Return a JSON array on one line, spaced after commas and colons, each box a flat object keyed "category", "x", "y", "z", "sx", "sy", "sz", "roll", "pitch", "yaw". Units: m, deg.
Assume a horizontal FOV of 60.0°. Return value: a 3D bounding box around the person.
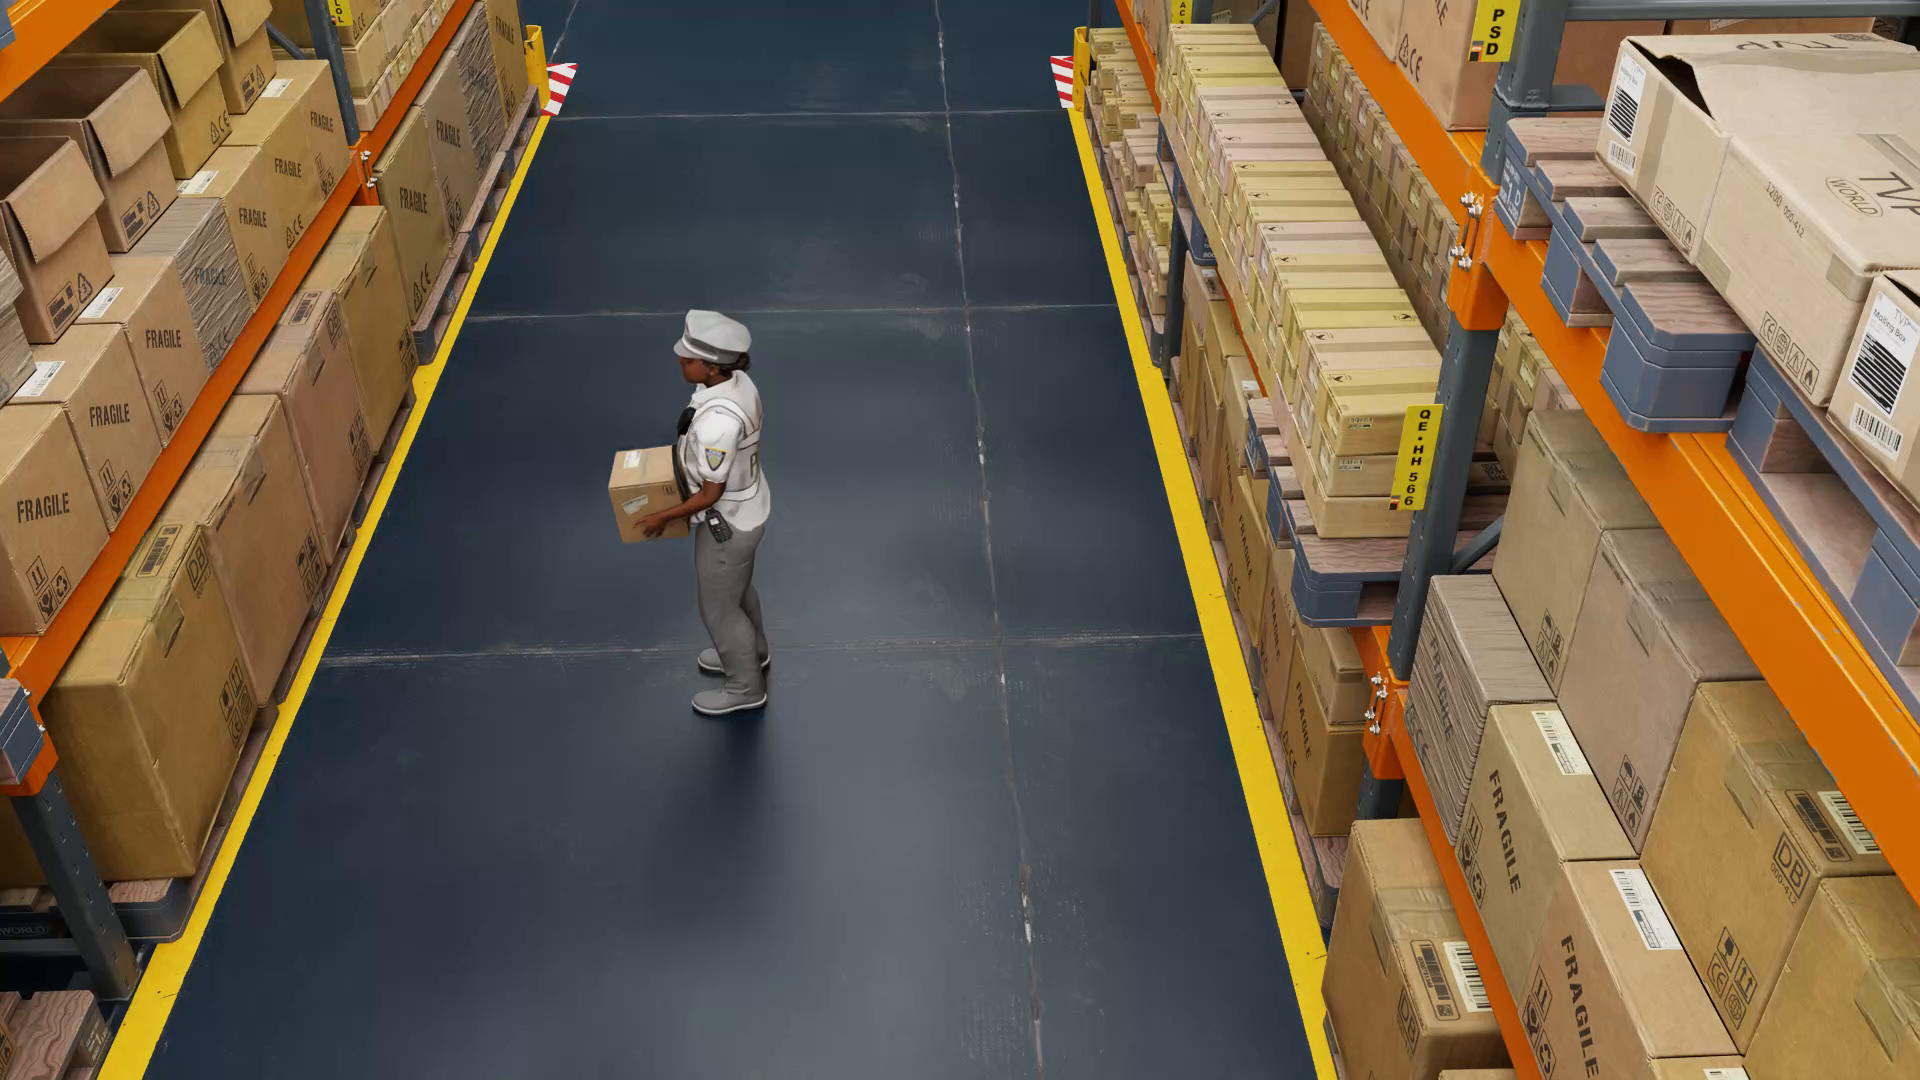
[{"category": "person", "x": -0.959, "y": -0.093, "z": 6.248, "sx": 0.497, "sy": 1.692, "sz": 0.470, "roll": -2, "pitch": 35, "yaw": -2}]
